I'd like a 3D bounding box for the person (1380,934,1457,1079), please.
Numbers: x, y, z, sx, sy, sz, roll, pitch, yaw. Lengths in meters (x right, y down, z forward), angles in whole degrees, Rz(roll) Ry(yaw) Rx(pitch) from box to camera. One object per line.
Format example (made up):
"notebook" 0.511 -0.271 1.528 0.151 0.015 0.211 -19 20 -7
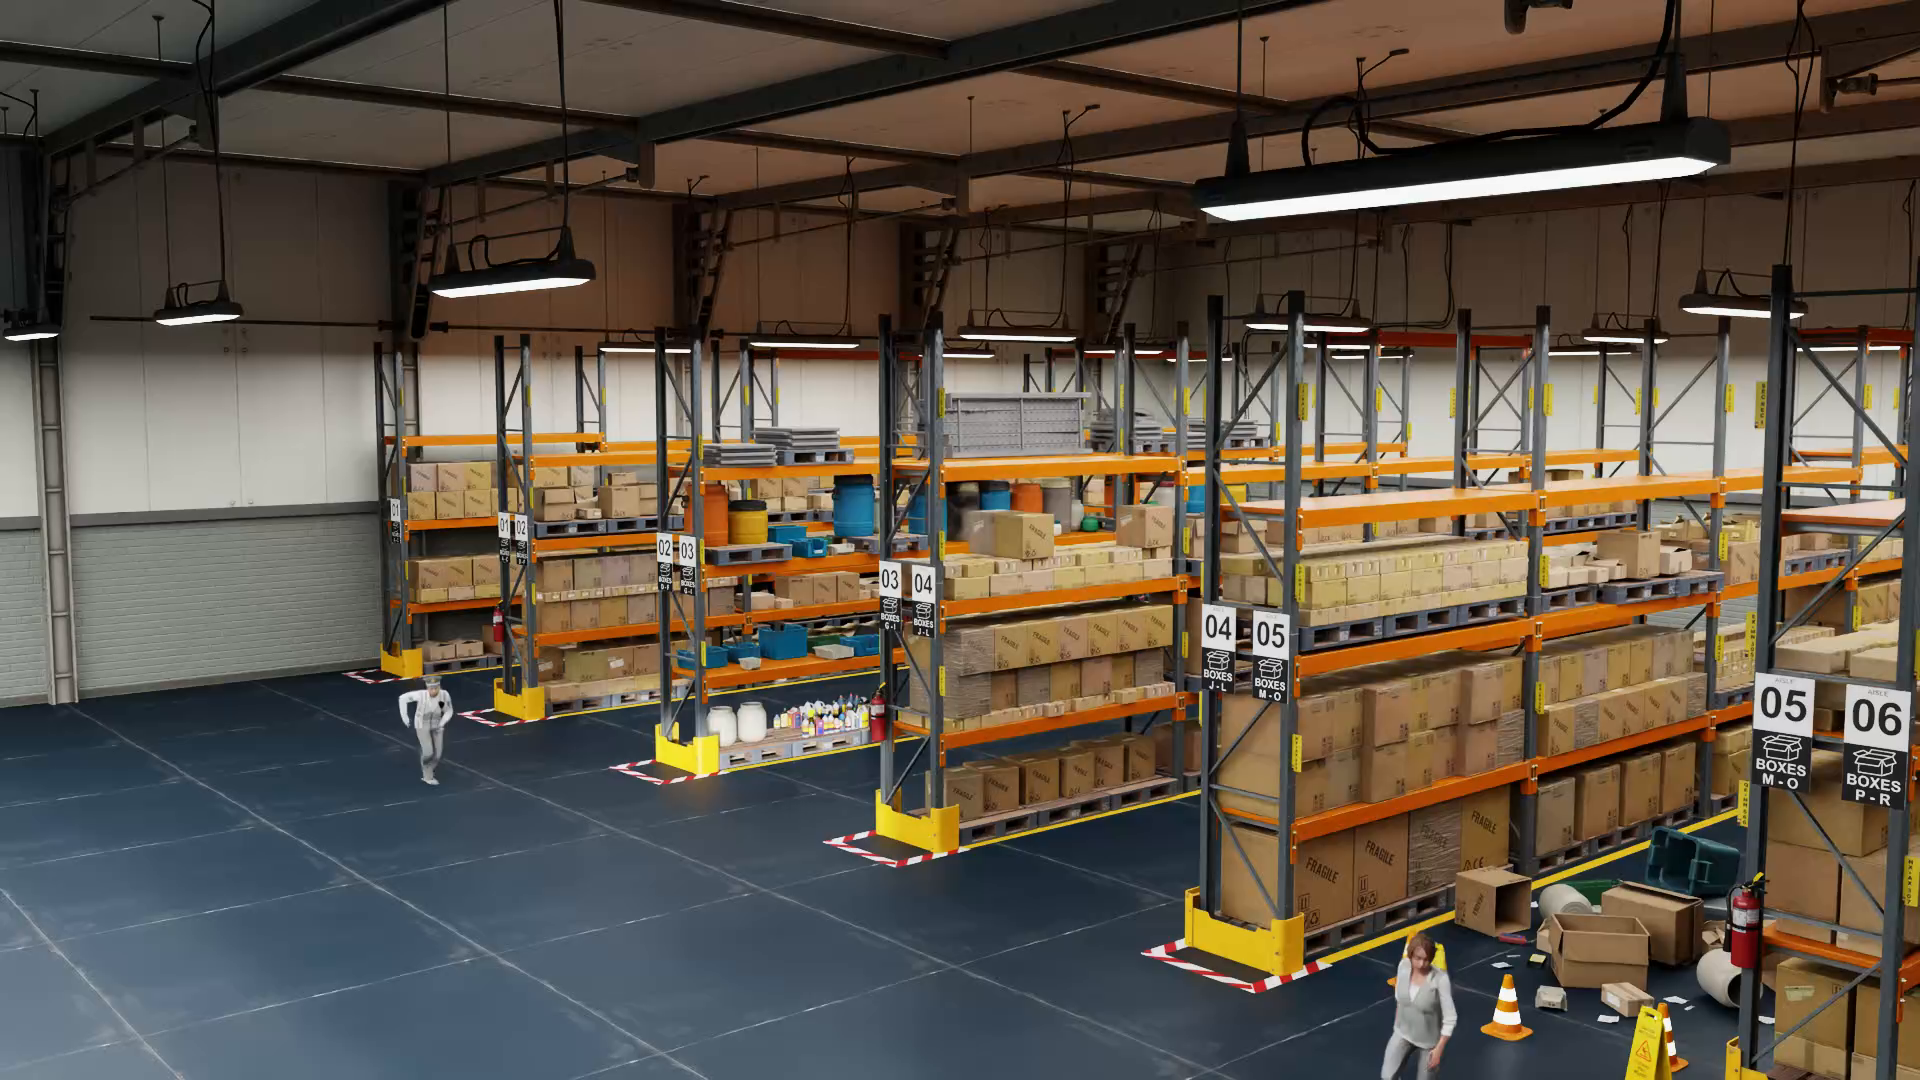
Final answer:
"person" 3.109 3.376 11.210 0.525 1.547 0.685 3 6 33

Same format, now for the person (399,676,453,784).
"person" -6.896 2.469 21.492 0.634 1.494 0.808 -3 6 -29
